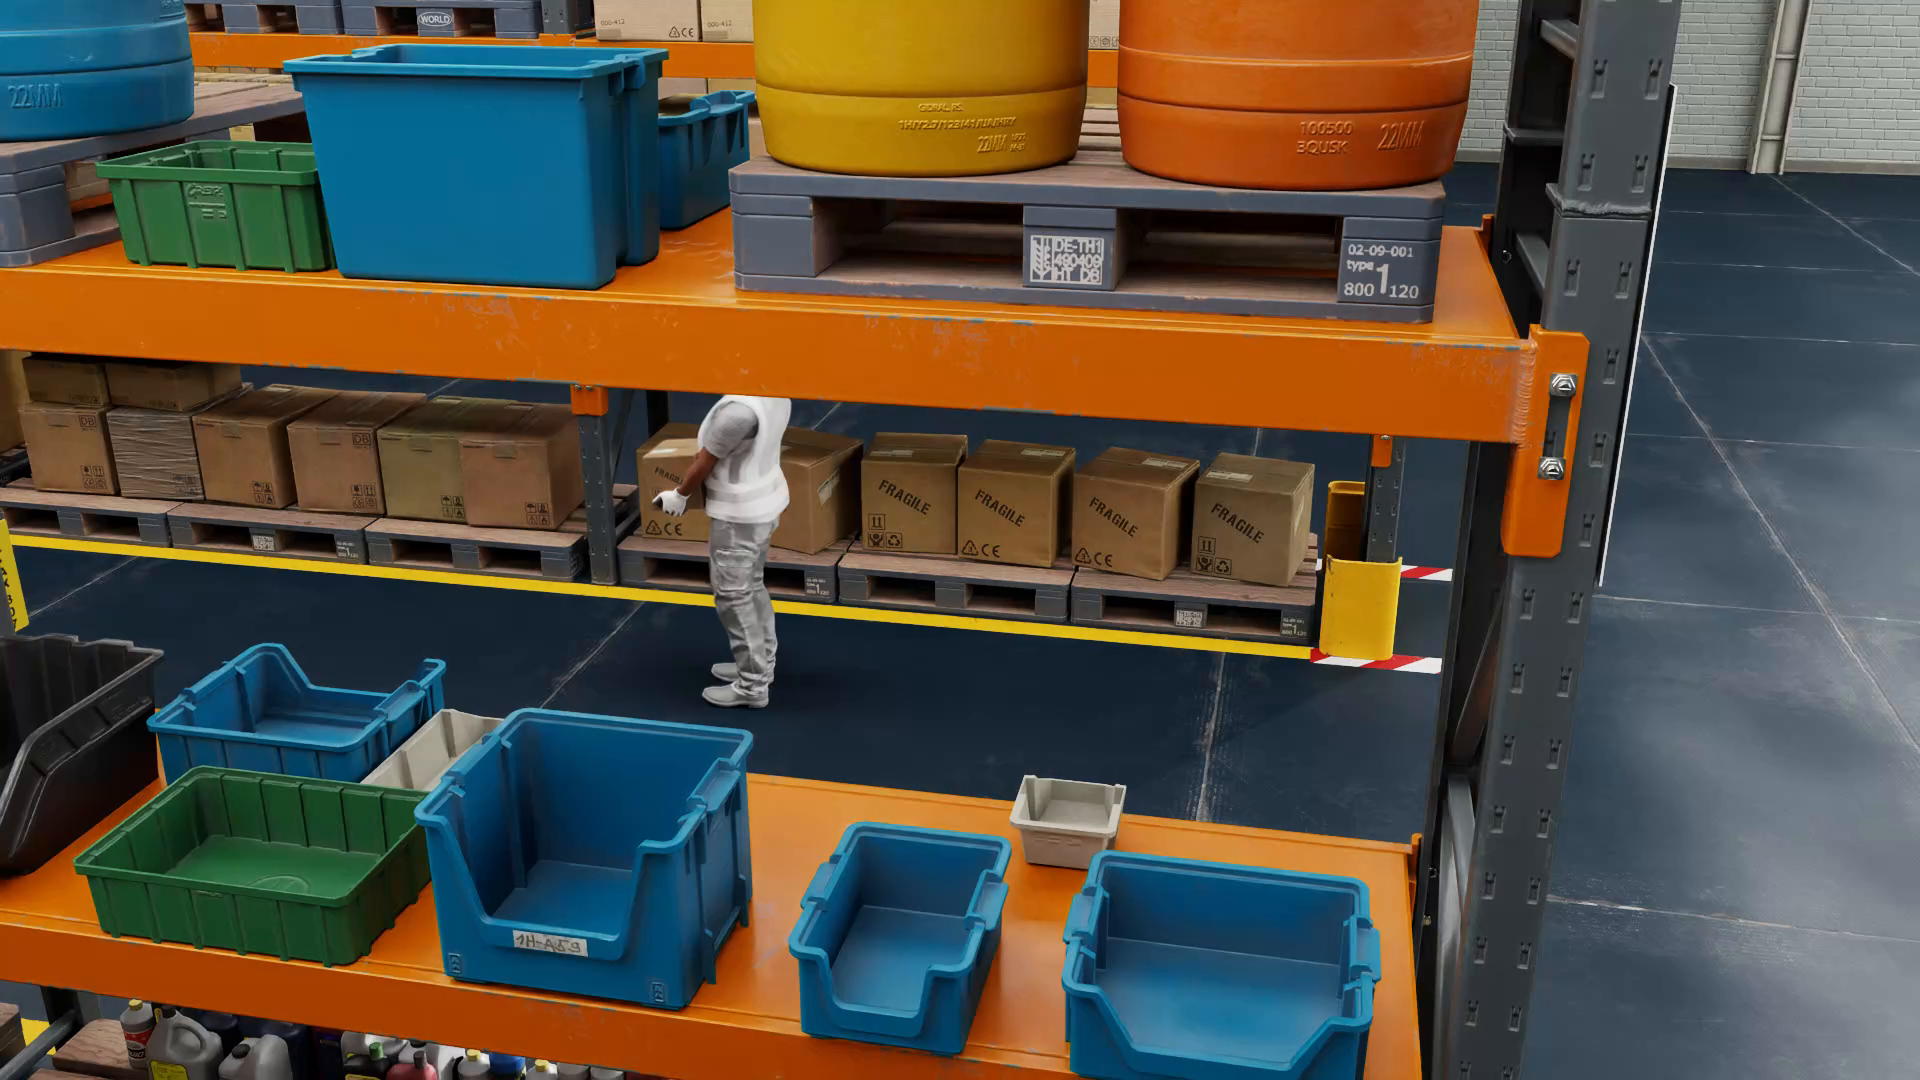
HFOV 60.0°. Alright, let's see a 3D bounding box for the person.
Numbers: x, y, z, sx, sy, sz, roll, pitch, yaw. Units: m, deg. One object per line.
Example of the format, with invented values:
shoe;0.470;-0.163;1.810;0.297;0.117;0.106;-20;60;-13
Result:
person;-1.050;-0.129;7.394;0.573;1.778;0.455;5;22;12
